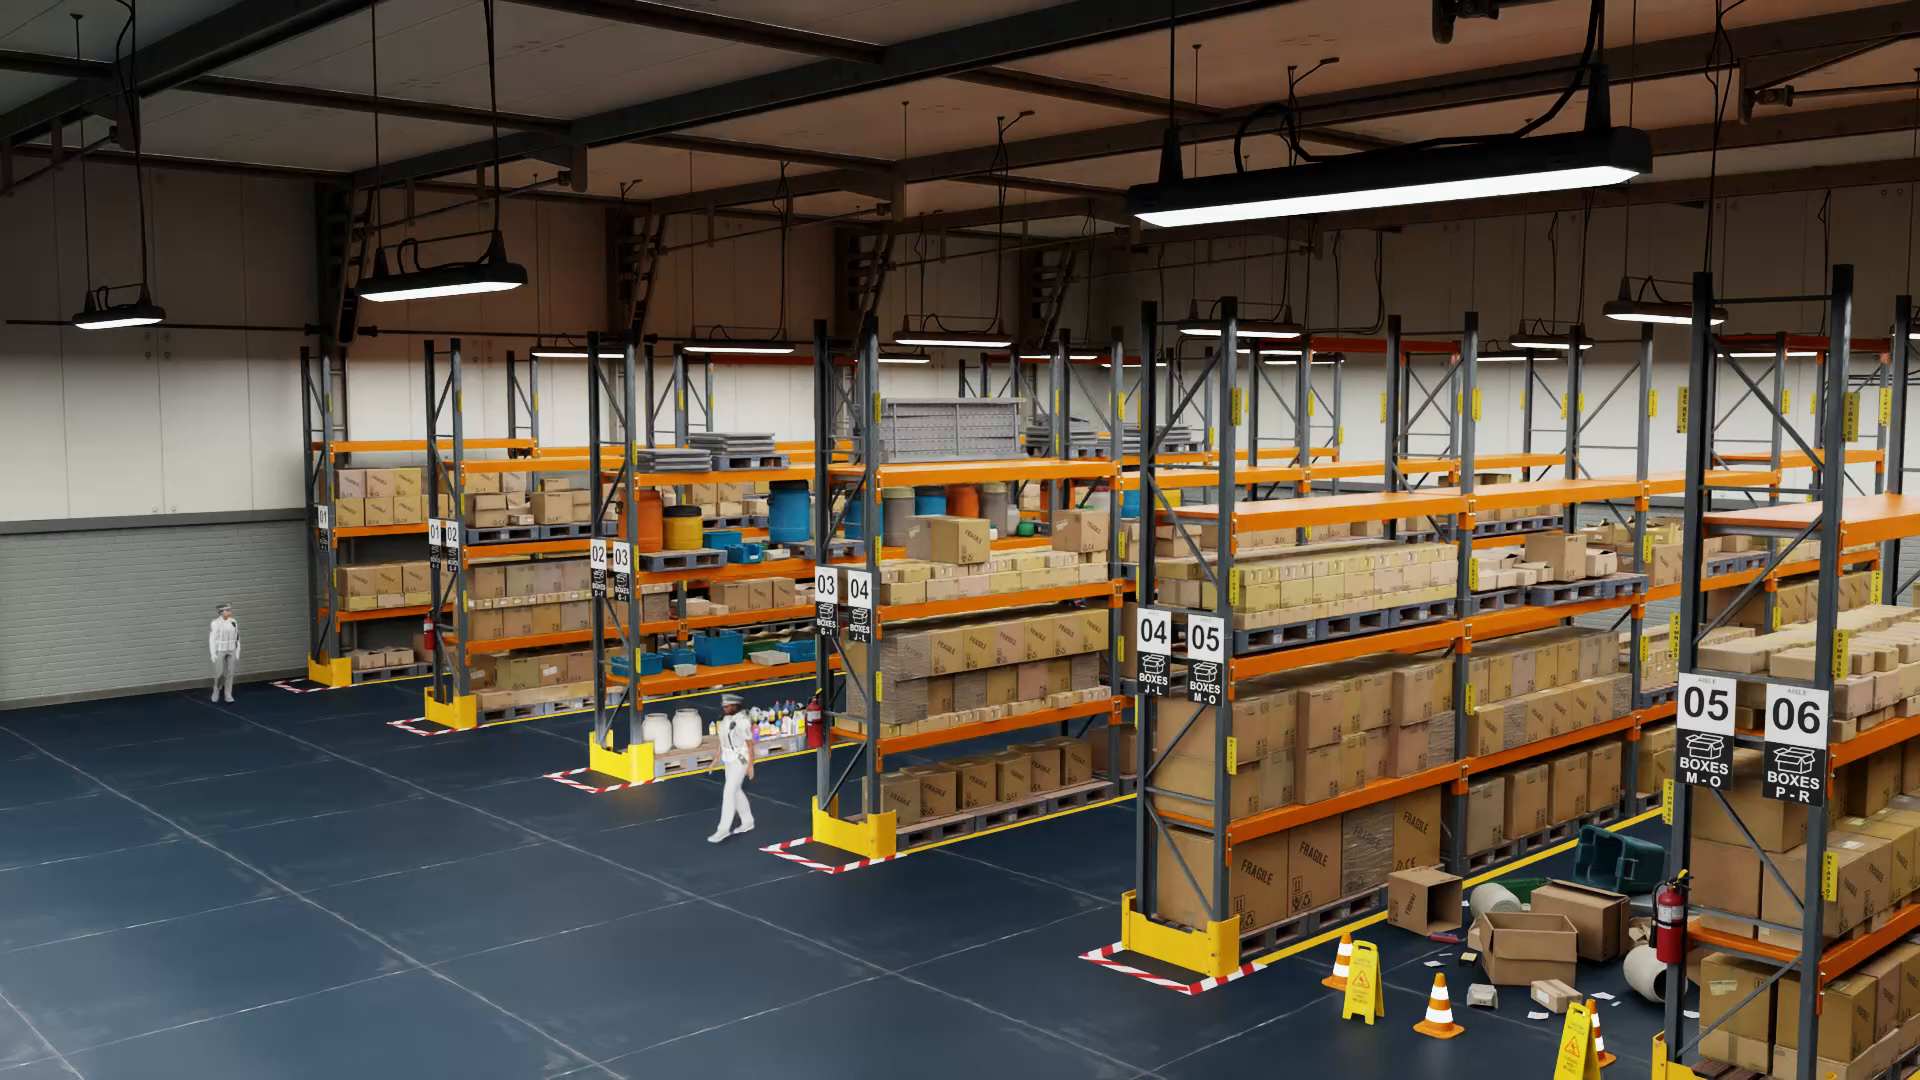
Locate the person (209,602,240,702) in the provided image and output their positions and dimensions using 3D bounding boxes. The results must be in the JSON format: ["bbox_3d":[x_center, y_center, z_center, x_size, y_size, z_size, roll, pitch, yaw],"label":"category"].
[{"bbox_3d":[-12.282,1.869,27.773,0.424,1.676,0.505,5,7,43],"label":"person"}]

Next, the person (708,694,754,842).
[{"bbox_3d":[-2.714,2.632,19.419,0.717,1.667,0.524,-3,6,-35],"label":"person"}]
